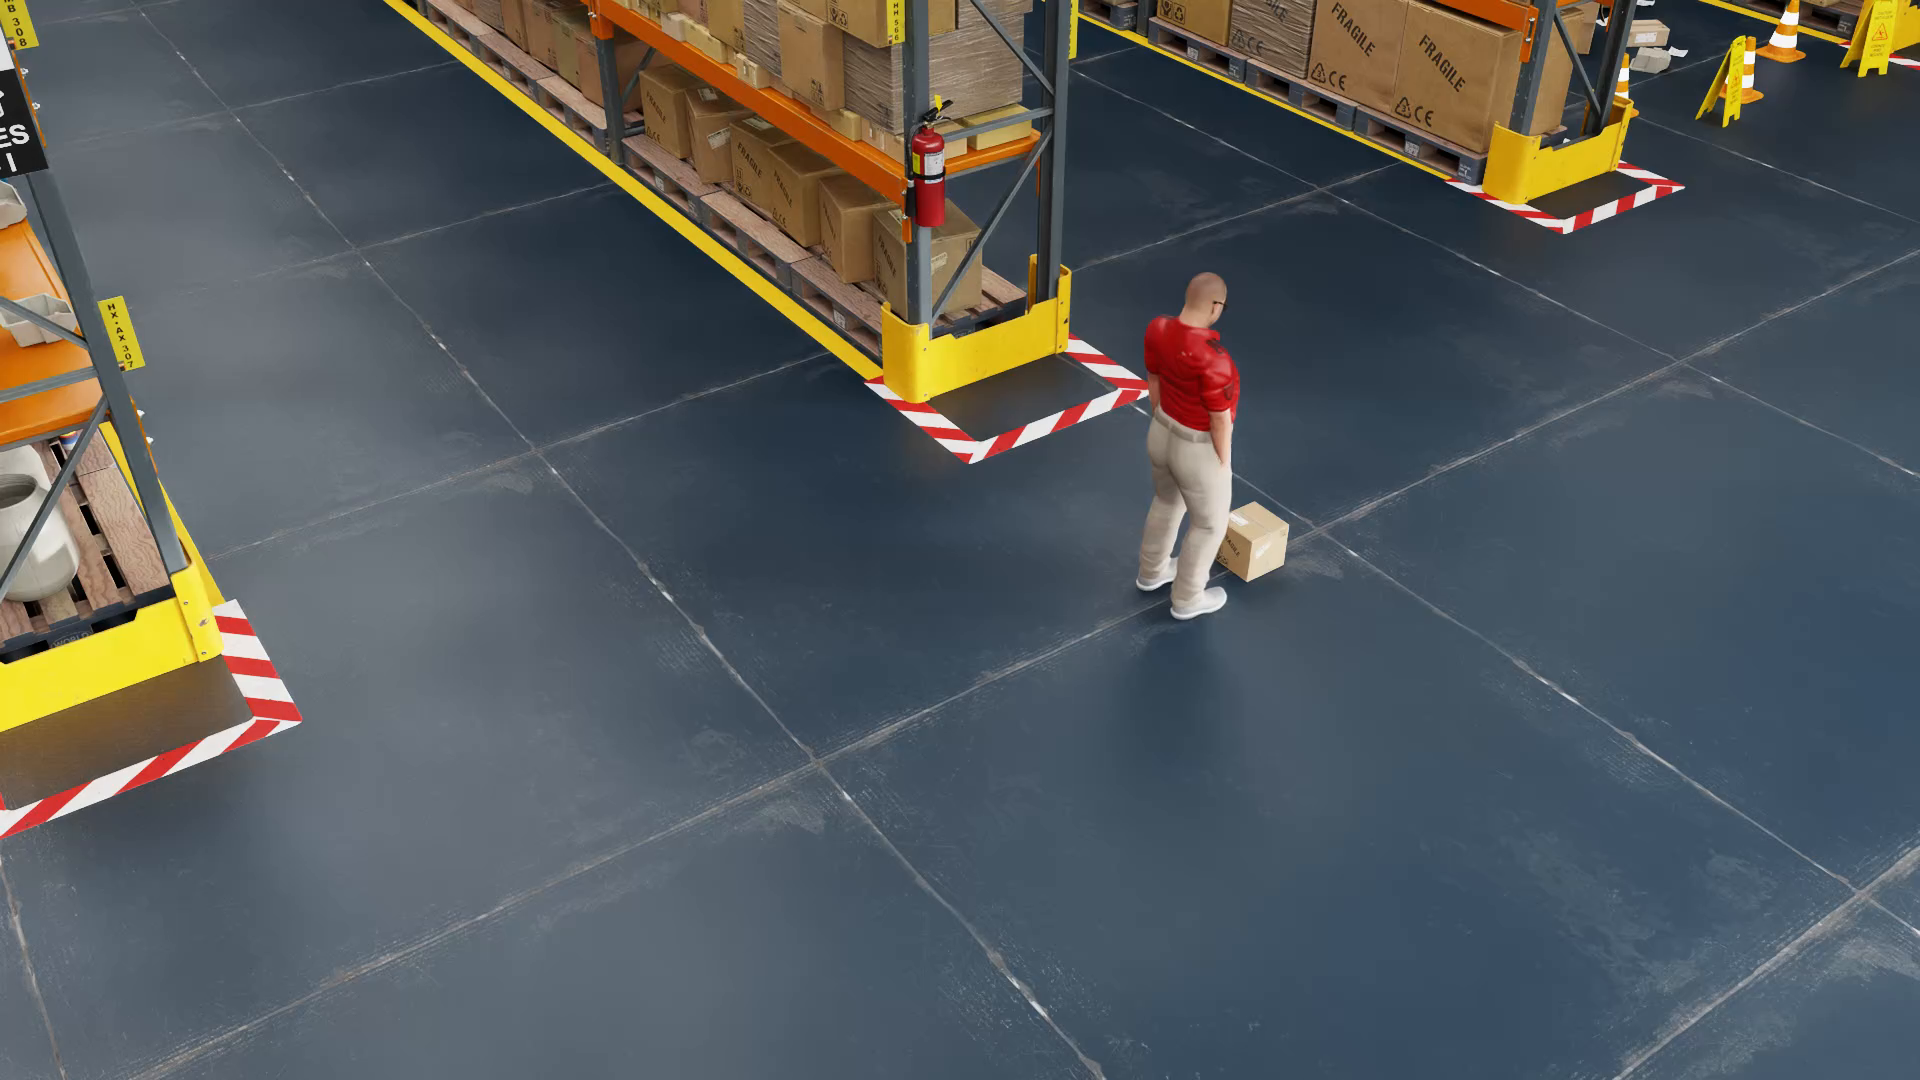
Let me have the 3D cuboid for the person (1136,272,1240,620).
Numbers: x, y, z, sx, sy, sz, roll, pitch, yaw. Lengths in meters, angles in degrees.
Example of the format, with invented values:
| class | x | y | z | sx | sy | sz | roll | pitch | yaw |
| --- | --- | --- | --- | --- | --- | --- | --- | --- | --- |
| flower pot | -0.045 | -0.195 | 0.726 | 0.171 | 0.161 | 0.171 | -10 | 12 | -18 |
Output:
| class | x | y | z | sx | sy | sz | roll | pitch | yaw |
| --- | --- | --- | --- | --- | --- | --- | --- | --- | --- |
| person | 1.052 | -0.440 | 7.637 | 0.362 | 1.719 | 0.534 | -22 | 41 | -27 |
